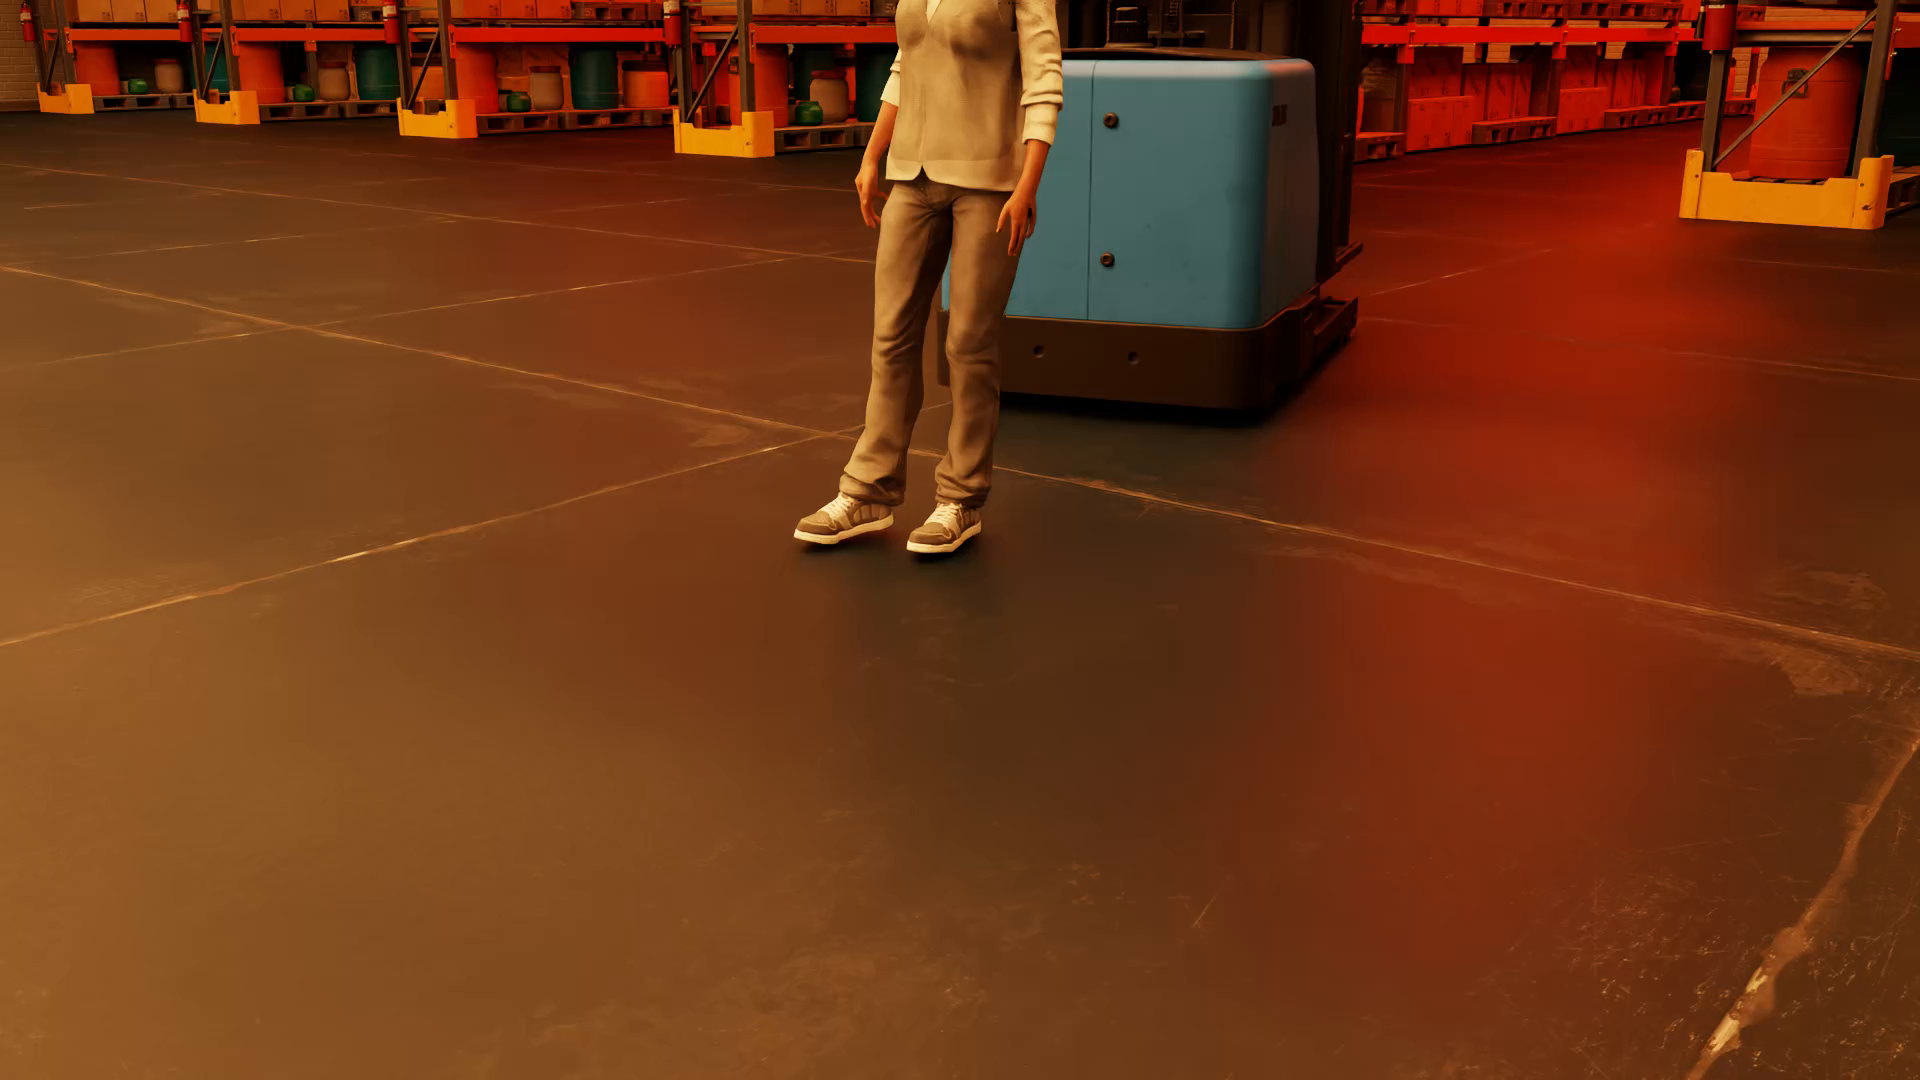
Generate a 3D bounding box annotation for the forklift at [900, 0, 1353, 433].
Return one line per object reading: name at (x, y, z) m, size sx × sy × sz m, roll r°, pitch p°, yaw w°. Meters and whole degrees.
forklift at (0.824, -2.099, 5.810) m, size 1.130 × 2.935 × 3.031 m, roll 6°, pitch 18°, yaw 20°

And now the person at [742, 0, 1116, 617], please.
person at (-0.067, -0.557, 3.401) m, size 0.870 × 1.376 × 0.677 m, roll 15°, pitch 22°, yaw 40°
